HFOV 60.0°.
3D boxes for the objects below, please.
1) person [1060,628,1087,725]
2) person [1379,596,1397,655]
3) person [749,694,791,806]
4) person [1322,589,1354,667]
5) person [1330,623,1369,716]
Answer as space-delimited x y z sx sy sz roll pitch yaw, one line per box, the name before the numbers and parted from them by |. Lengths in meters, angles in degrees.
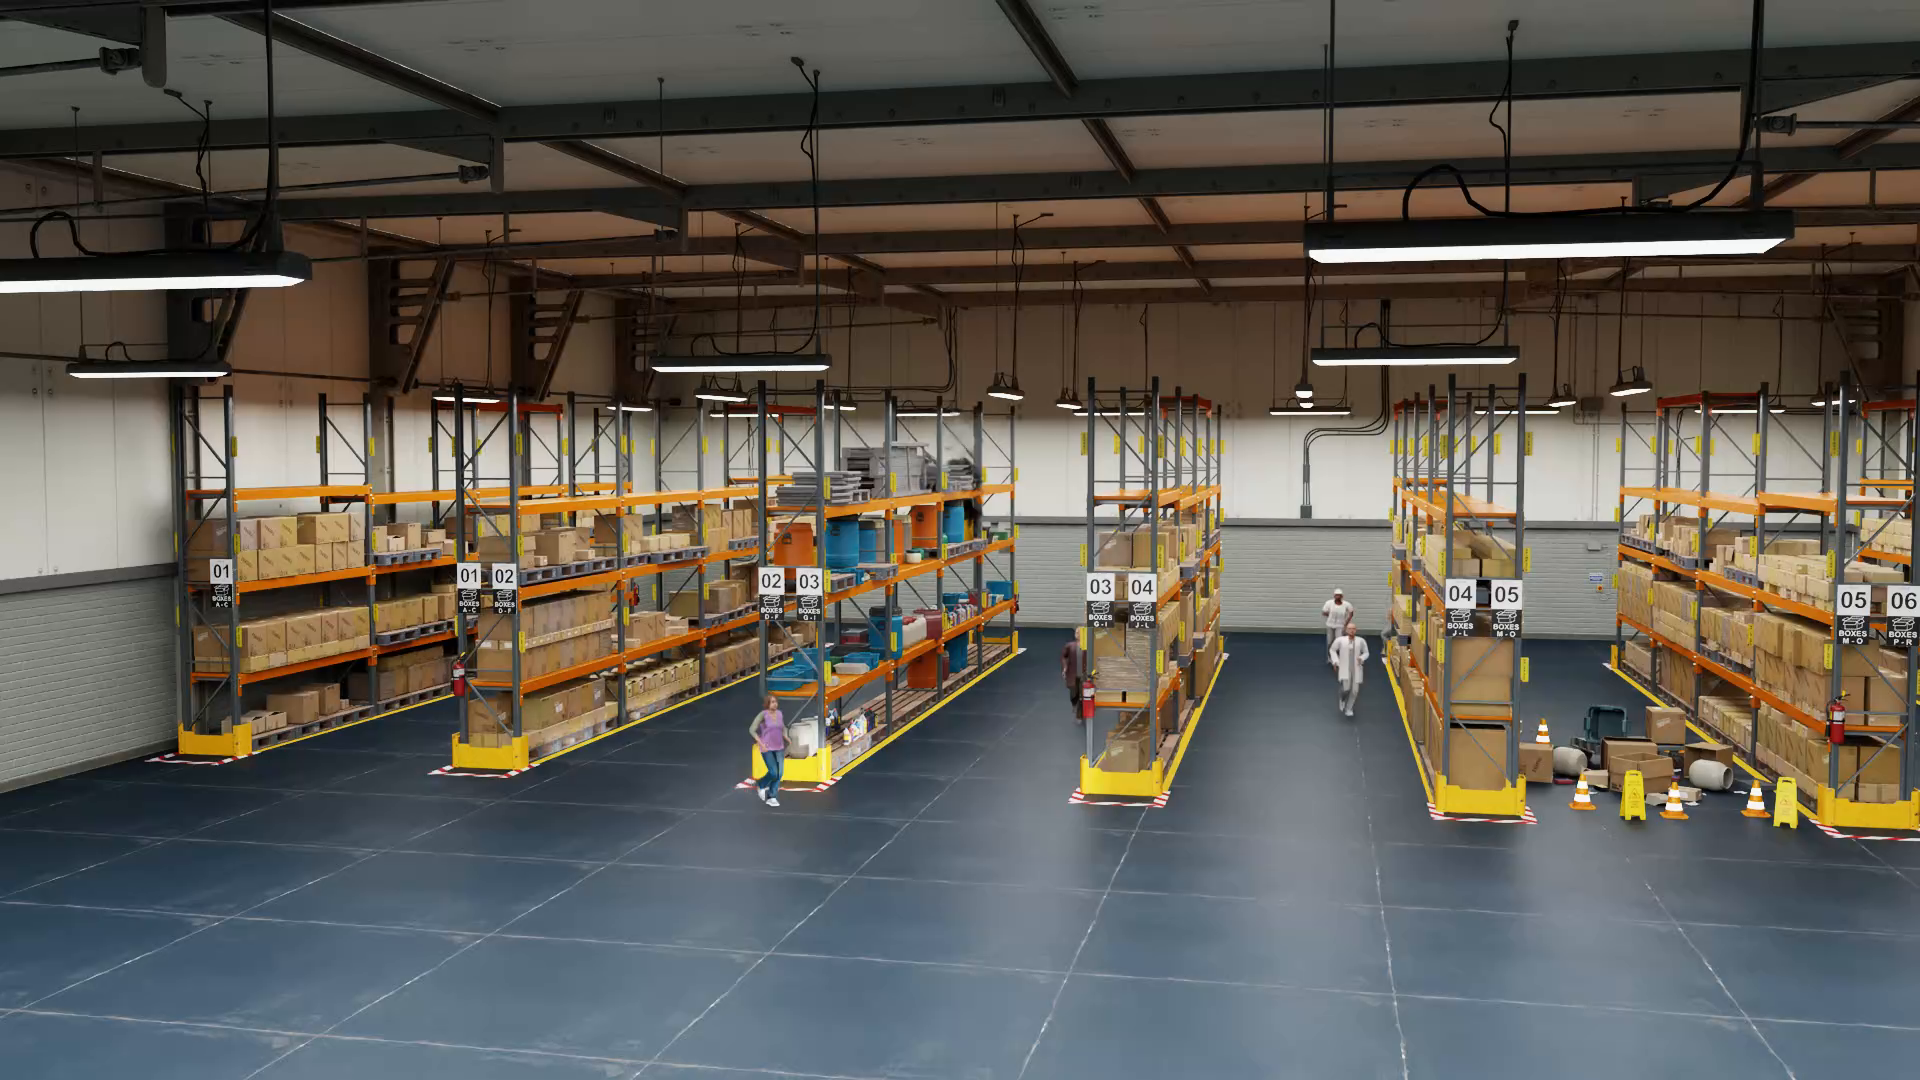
person | 2.168 2.463 30.163 0.709 1.725 0.640 0 3 6
person | 10.358 2.025 39.847 0.628 1.542 0.673 1 3 19
person | -2.627 2.934 23.185 0.562 1.542 0.541 -3 4 -39
person | 8.605 2.015 37.996 0.690 1.792 0.676 1 3 23
person | 7.228 2.410 30.773 0.700 1.731 0.628 0 3 4
